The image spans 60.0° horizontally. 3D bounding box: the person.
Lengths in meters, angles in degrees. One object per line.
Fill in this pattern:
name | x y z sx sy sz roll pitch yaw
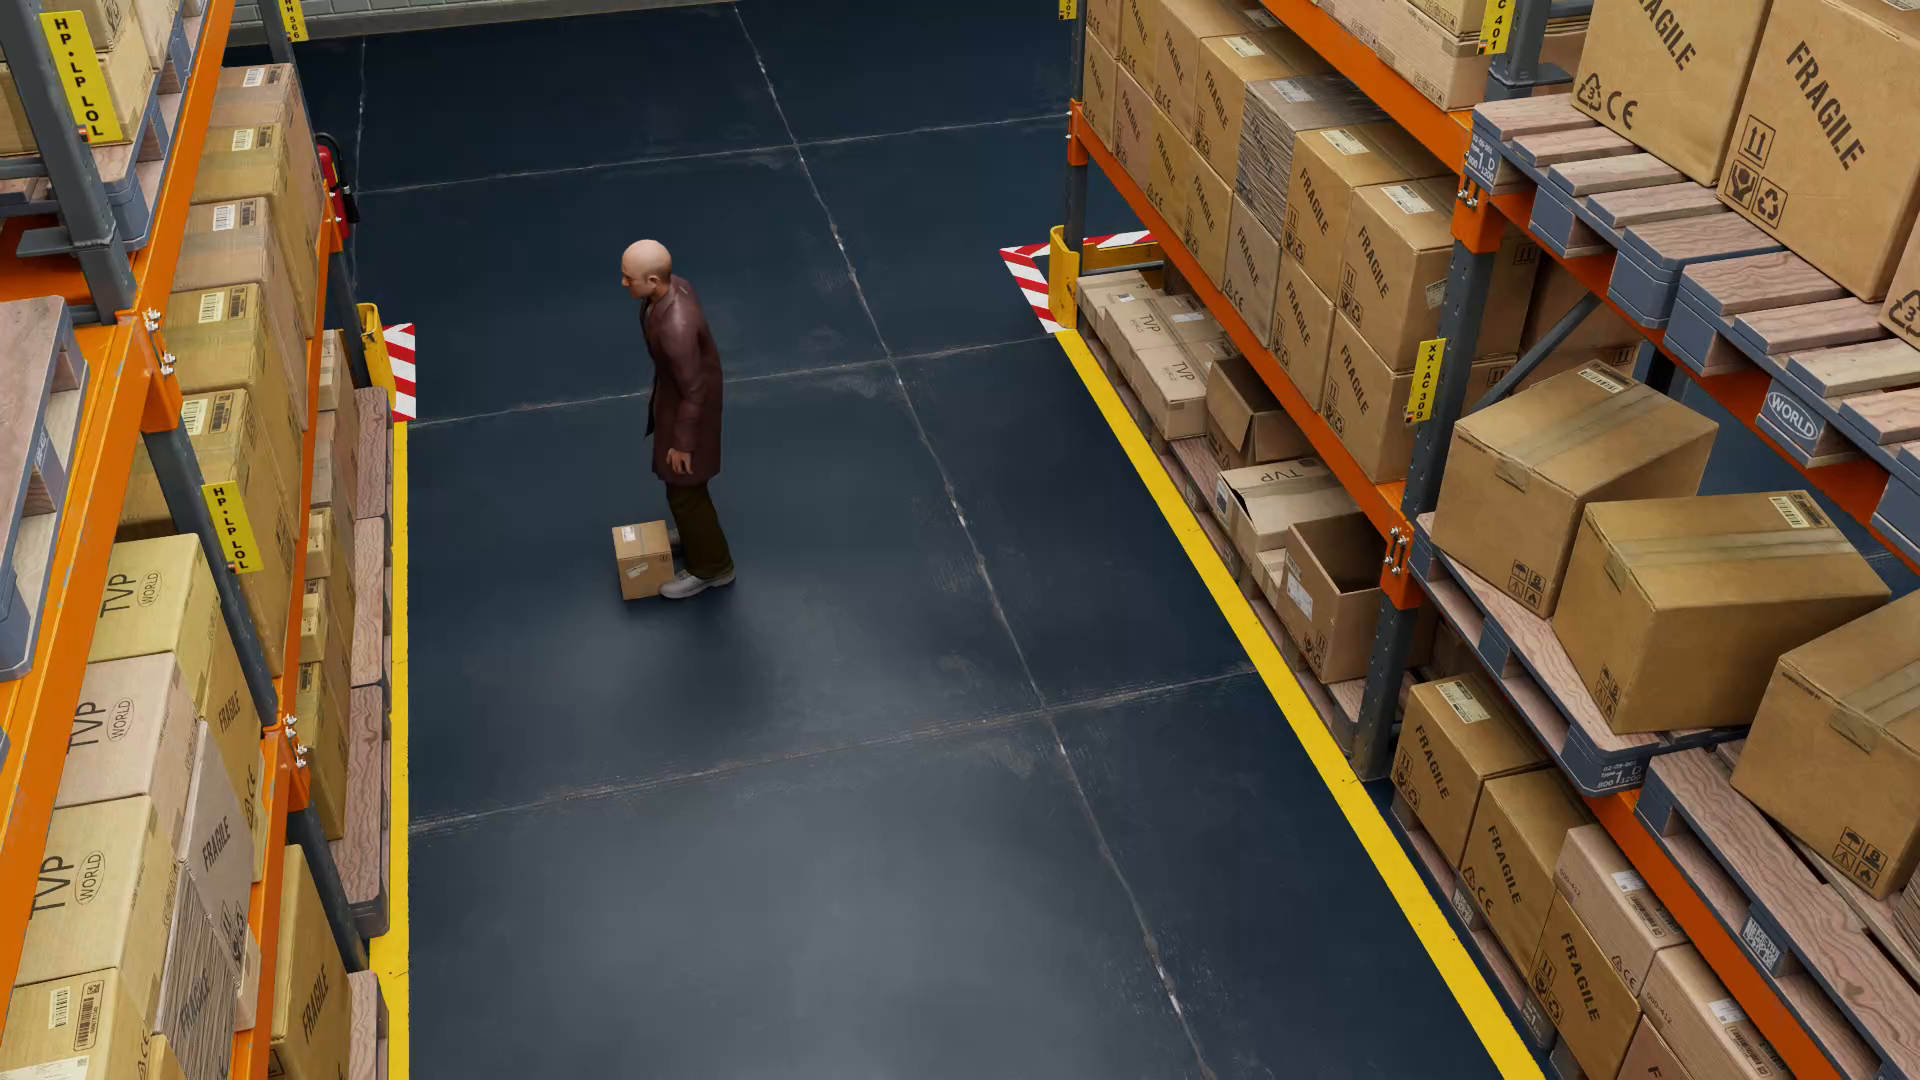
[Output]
person | -1.258 -0.553 7.443 0.419 1.774 0.646 -10 39 -12
